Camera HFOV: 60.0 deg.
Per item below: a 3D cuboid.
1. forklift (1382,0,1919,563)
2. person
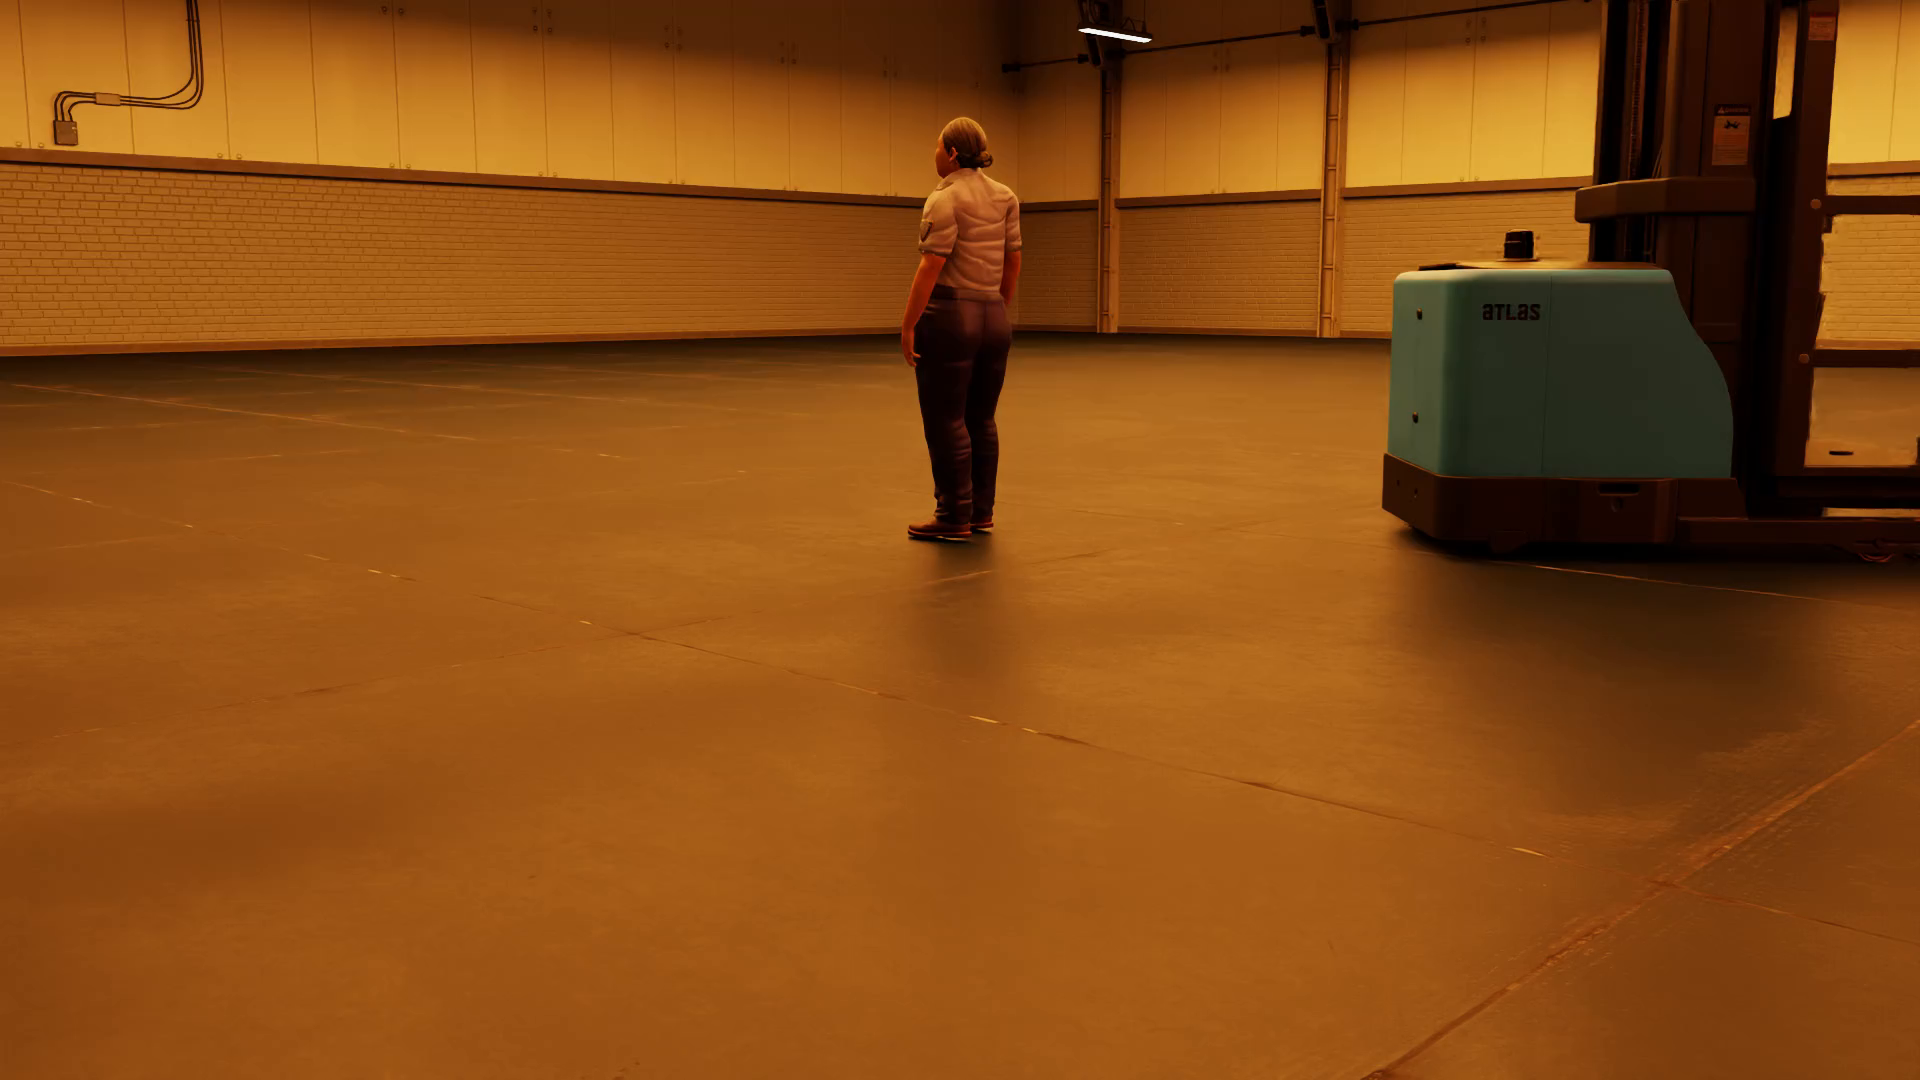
[{"bbox_3d":[3.314,-1.444,6.463,3.031,2.935,1.130,0,9,2],"label":"forklift"},{"bbox_3d":[-0.048,-0.829,6.672,0.503,1.640,0.598,8,12,43],"label":"person"}]
